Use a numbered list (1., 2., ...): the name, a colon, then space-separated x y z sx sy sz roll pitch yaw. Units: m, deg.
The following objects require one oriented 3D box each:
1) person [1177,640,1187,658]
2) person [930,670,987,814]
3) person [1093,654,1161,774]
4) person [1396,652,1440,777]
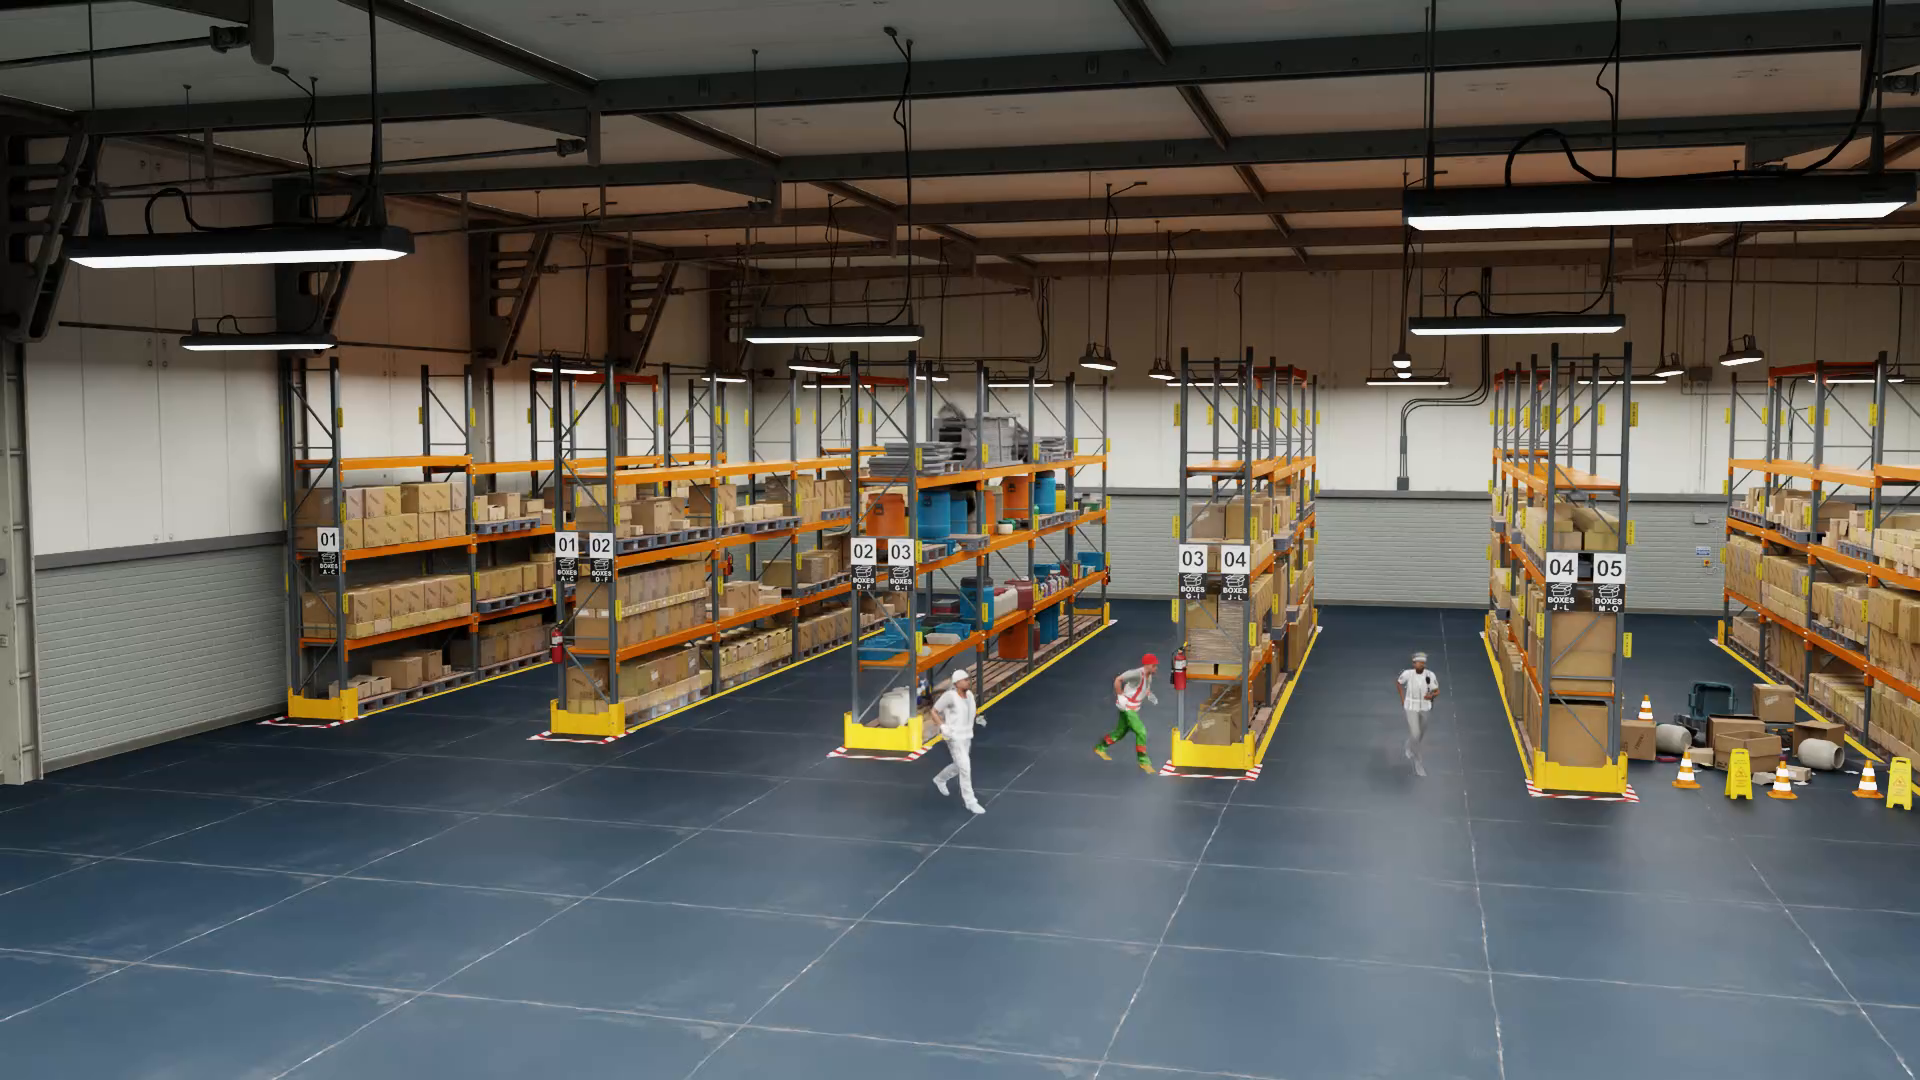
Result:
1. person: 4.507 1.691 32.509 0.742 1.563 0.780 2 5 24
2. person: -0.043 2.545 21.289 0.989 1.777 0.688 3 5 39
3. person: 2.351 2.446 23.586 1.064 1.731 0.703 3 5 35
4. person: 6.518 2.444 23.664 0.531 1.745 0.994 0 4 -4
